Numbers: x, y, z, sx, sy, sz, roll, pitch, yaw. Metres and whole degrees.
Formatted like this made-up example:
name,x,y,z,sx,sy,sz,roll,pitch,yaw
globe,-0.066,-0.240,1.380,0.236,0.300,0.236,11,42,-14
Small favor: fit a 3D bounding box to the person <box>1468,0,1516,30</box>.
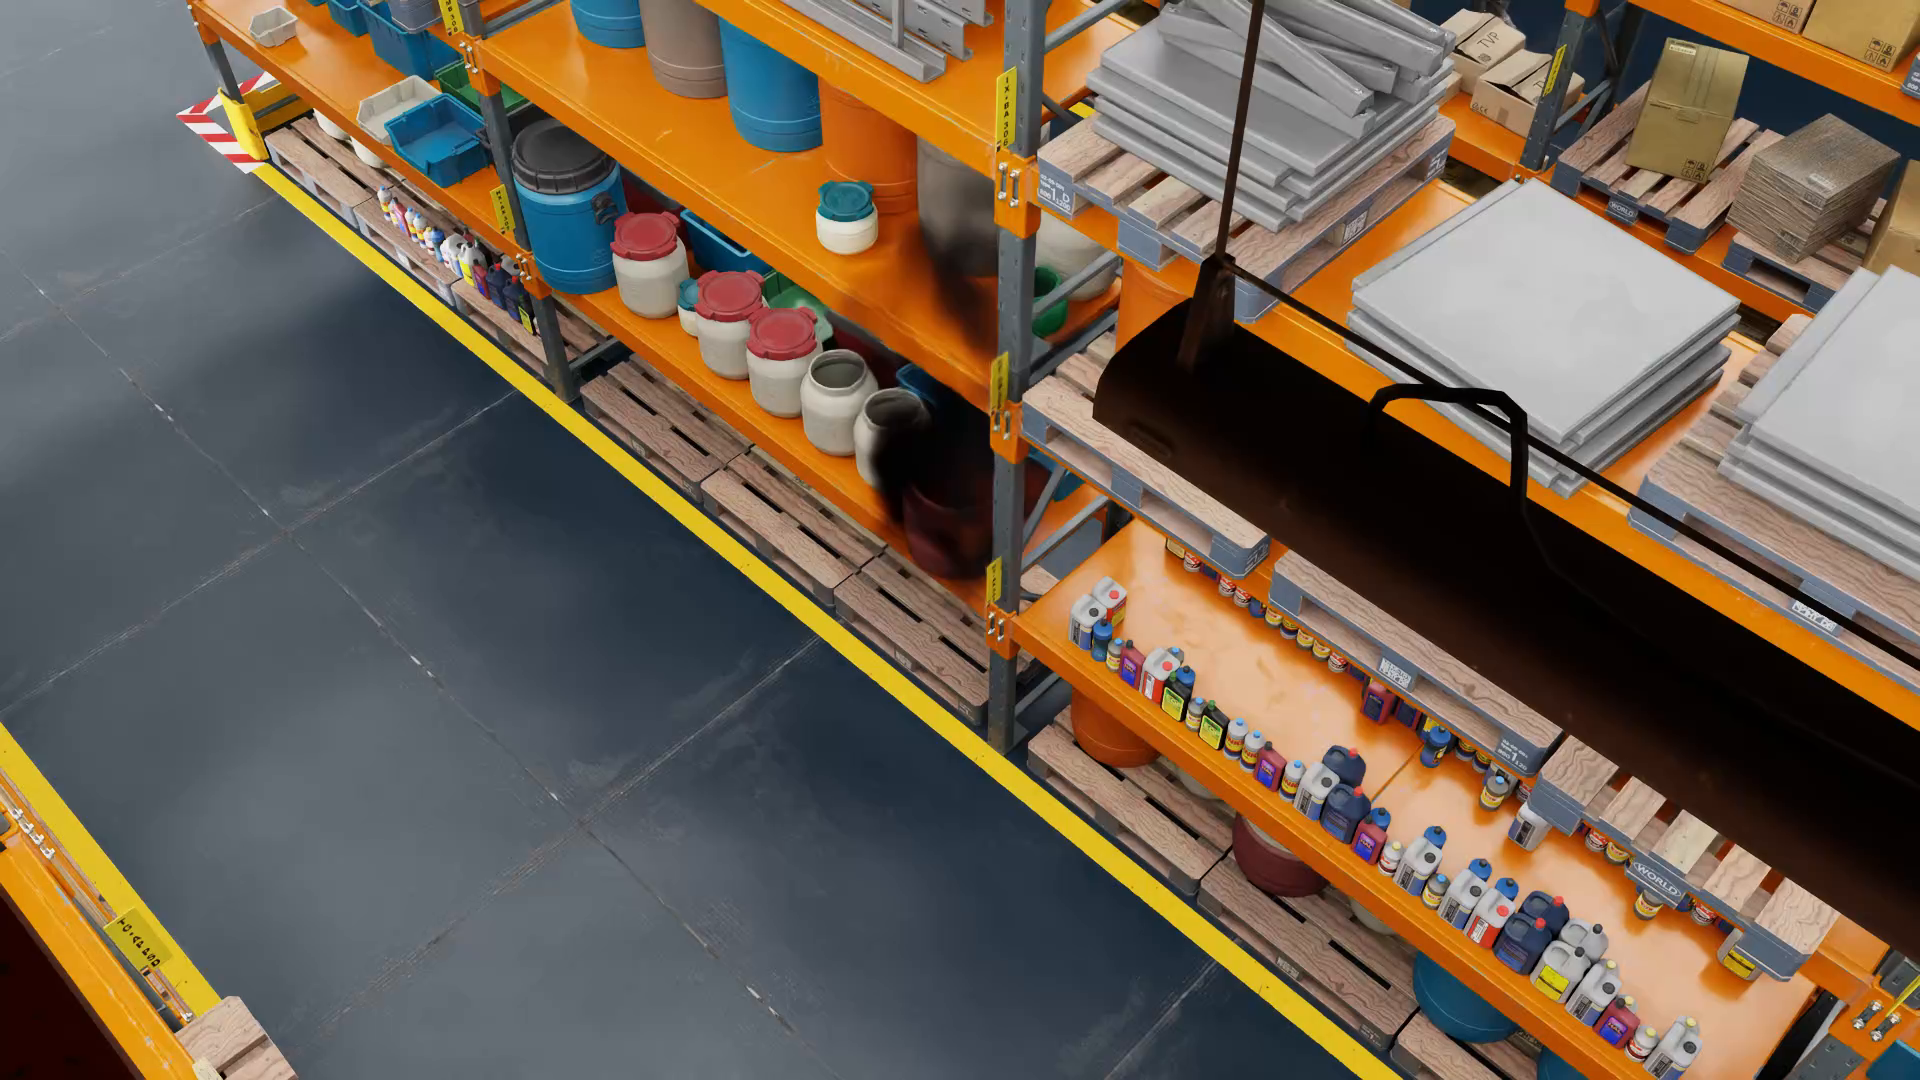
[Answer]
name,x,y,z,sx,sy,sz,roll,pitch,yaw
person,4.277,-4.486,12.995,0.737,1.827,0.643,30,56,22
